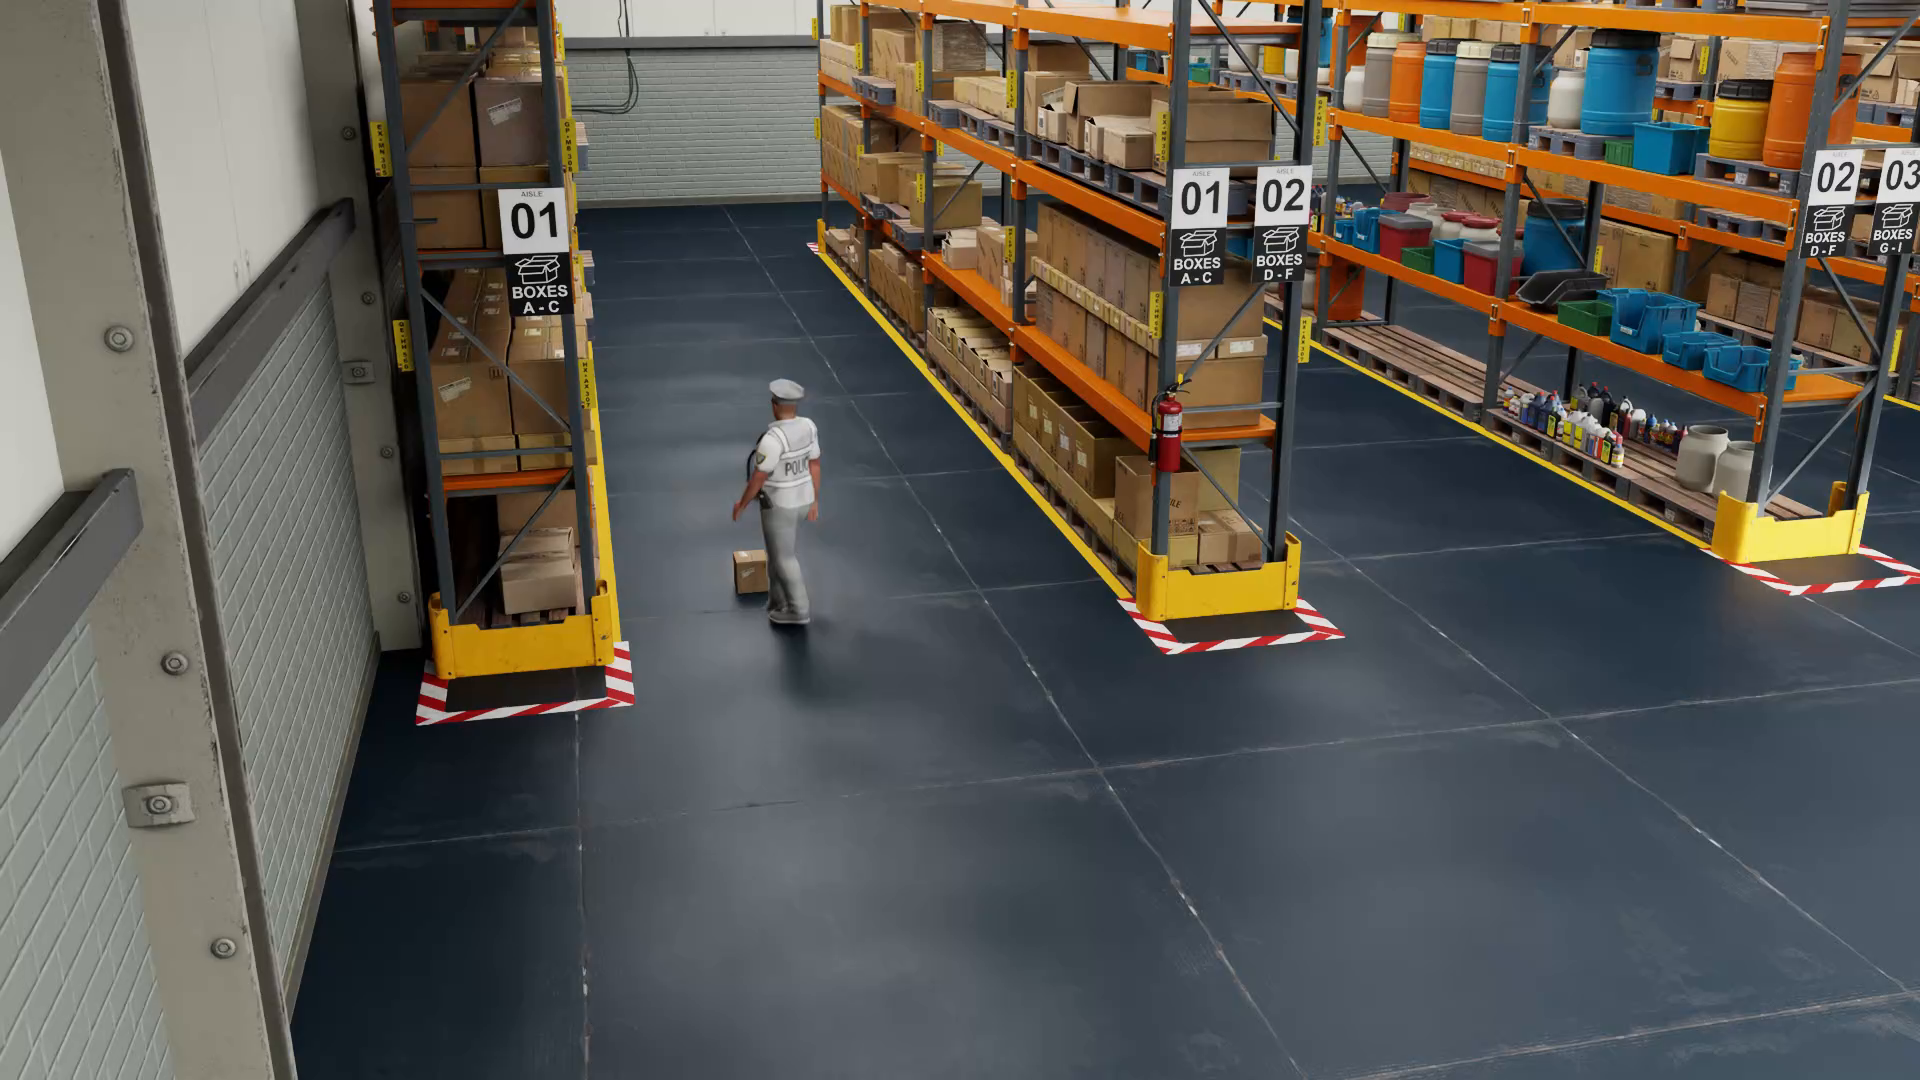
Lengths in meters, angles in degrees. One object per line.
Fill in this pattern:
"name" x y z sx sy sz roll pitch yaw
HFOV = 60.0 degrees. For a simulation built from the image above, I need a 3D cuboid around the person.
"person" -1.289 -0.223 11.764 0.543 1.862 0.552 10 22 25
